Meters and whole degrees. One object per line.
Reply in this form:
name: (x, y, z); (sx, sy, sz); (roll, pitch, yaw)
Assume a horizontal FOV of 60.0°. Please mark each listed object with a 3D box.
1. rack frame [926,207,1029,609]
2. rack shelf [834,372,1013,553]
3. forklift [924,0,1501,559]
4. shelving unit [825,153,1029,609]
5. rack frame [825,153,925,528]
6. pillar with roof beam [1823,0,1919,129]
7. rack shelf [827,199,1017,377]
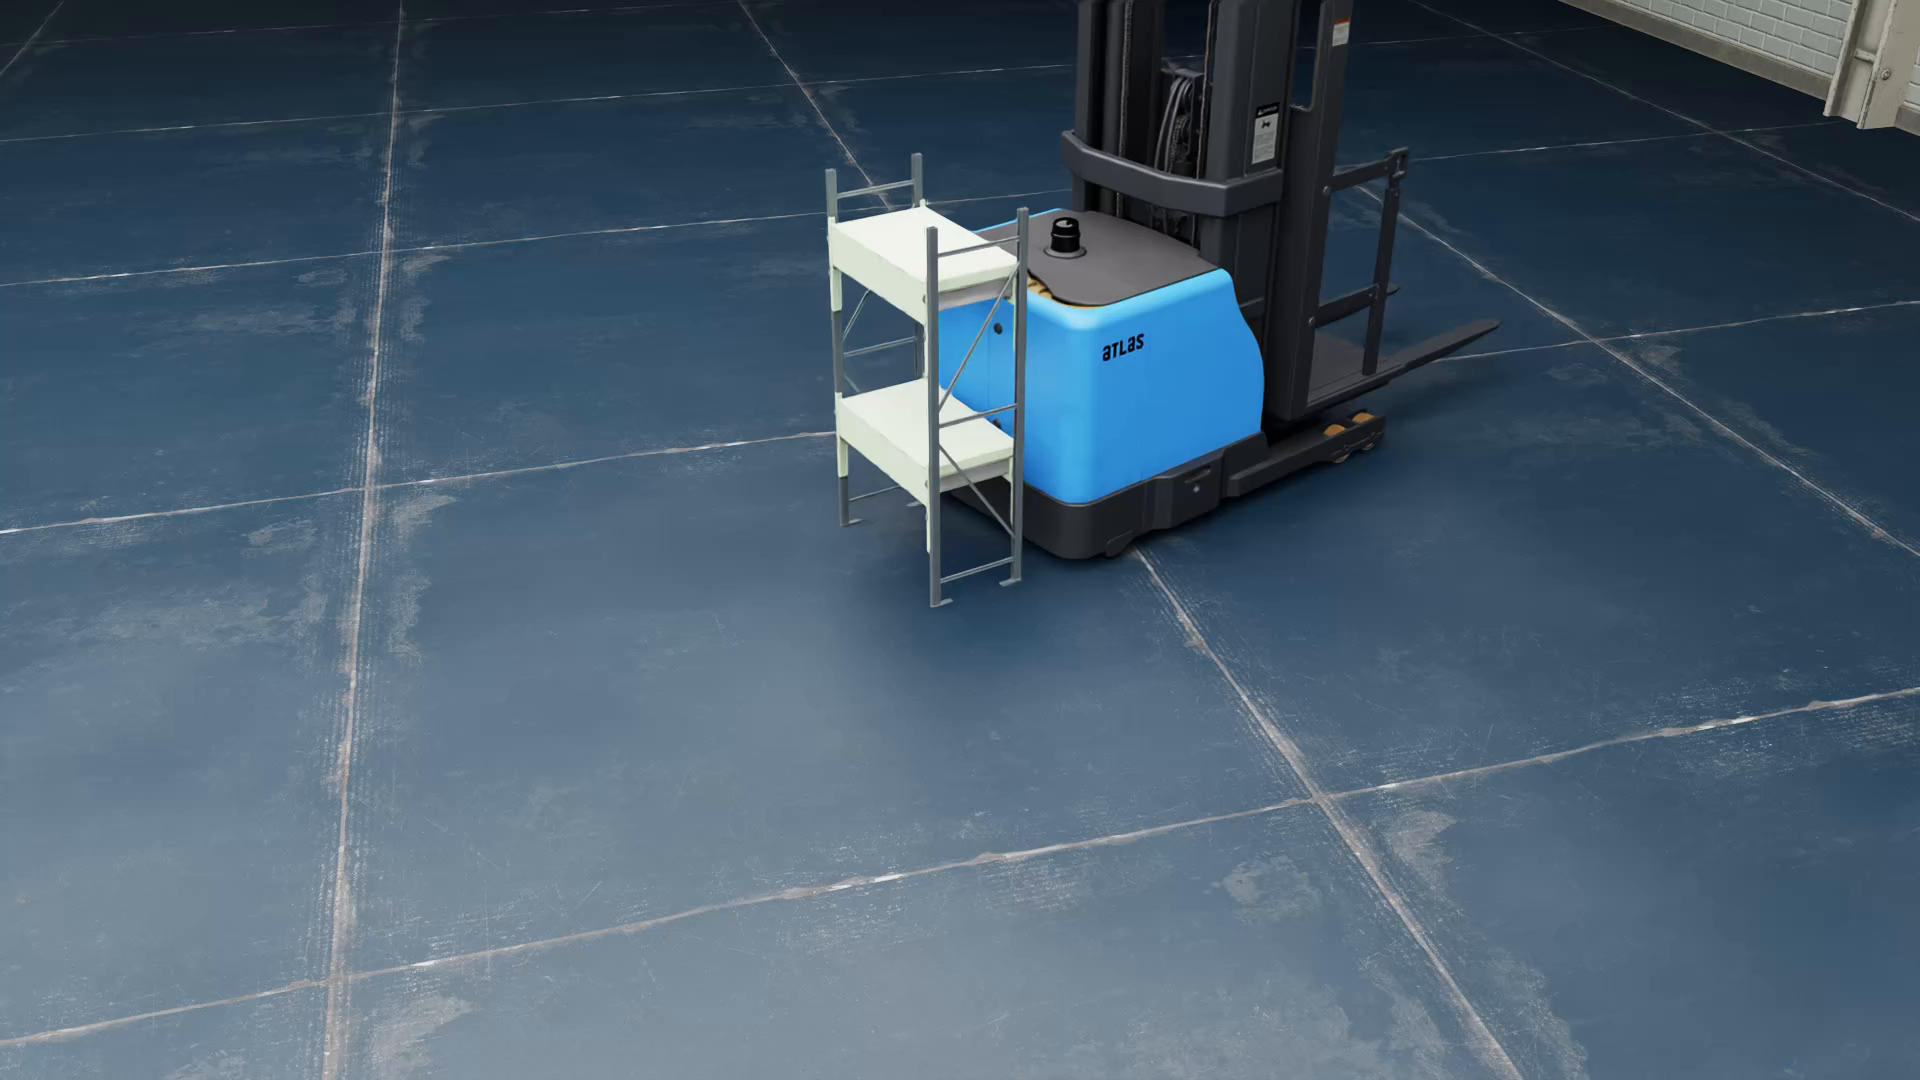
rack frame: (0.062, -0.444, 6.020); (0.400, 1.500, 0.023); (-17, 34, -27)
rack shelf: (-0.129, -0.319, 6.454); (0.431, 0.370, 0.720); (-17, 34, -27)
forklift: (1.273, -1.792, 6.920); (3.031, 2.935, 1.130); (-22, 37, -33)
shelving unit: (-0.129, -0.601, 6.291); (0.431, 1.500, 0.755); (-17, 34, -27)
rack frame: (-0.319, -0.757, 6.561); (0.400, 1.500, 0.023); (-17, 34, -27)
pillar with roof beam: (2.328, -6.347, 8.732); (9.100, 9.000, 0.400); (-8, 31, -13)
rack shelf: (-0.129, -0.938, 6.095); (0.431, 0.370, 0.720); (-17, 34, -27)
